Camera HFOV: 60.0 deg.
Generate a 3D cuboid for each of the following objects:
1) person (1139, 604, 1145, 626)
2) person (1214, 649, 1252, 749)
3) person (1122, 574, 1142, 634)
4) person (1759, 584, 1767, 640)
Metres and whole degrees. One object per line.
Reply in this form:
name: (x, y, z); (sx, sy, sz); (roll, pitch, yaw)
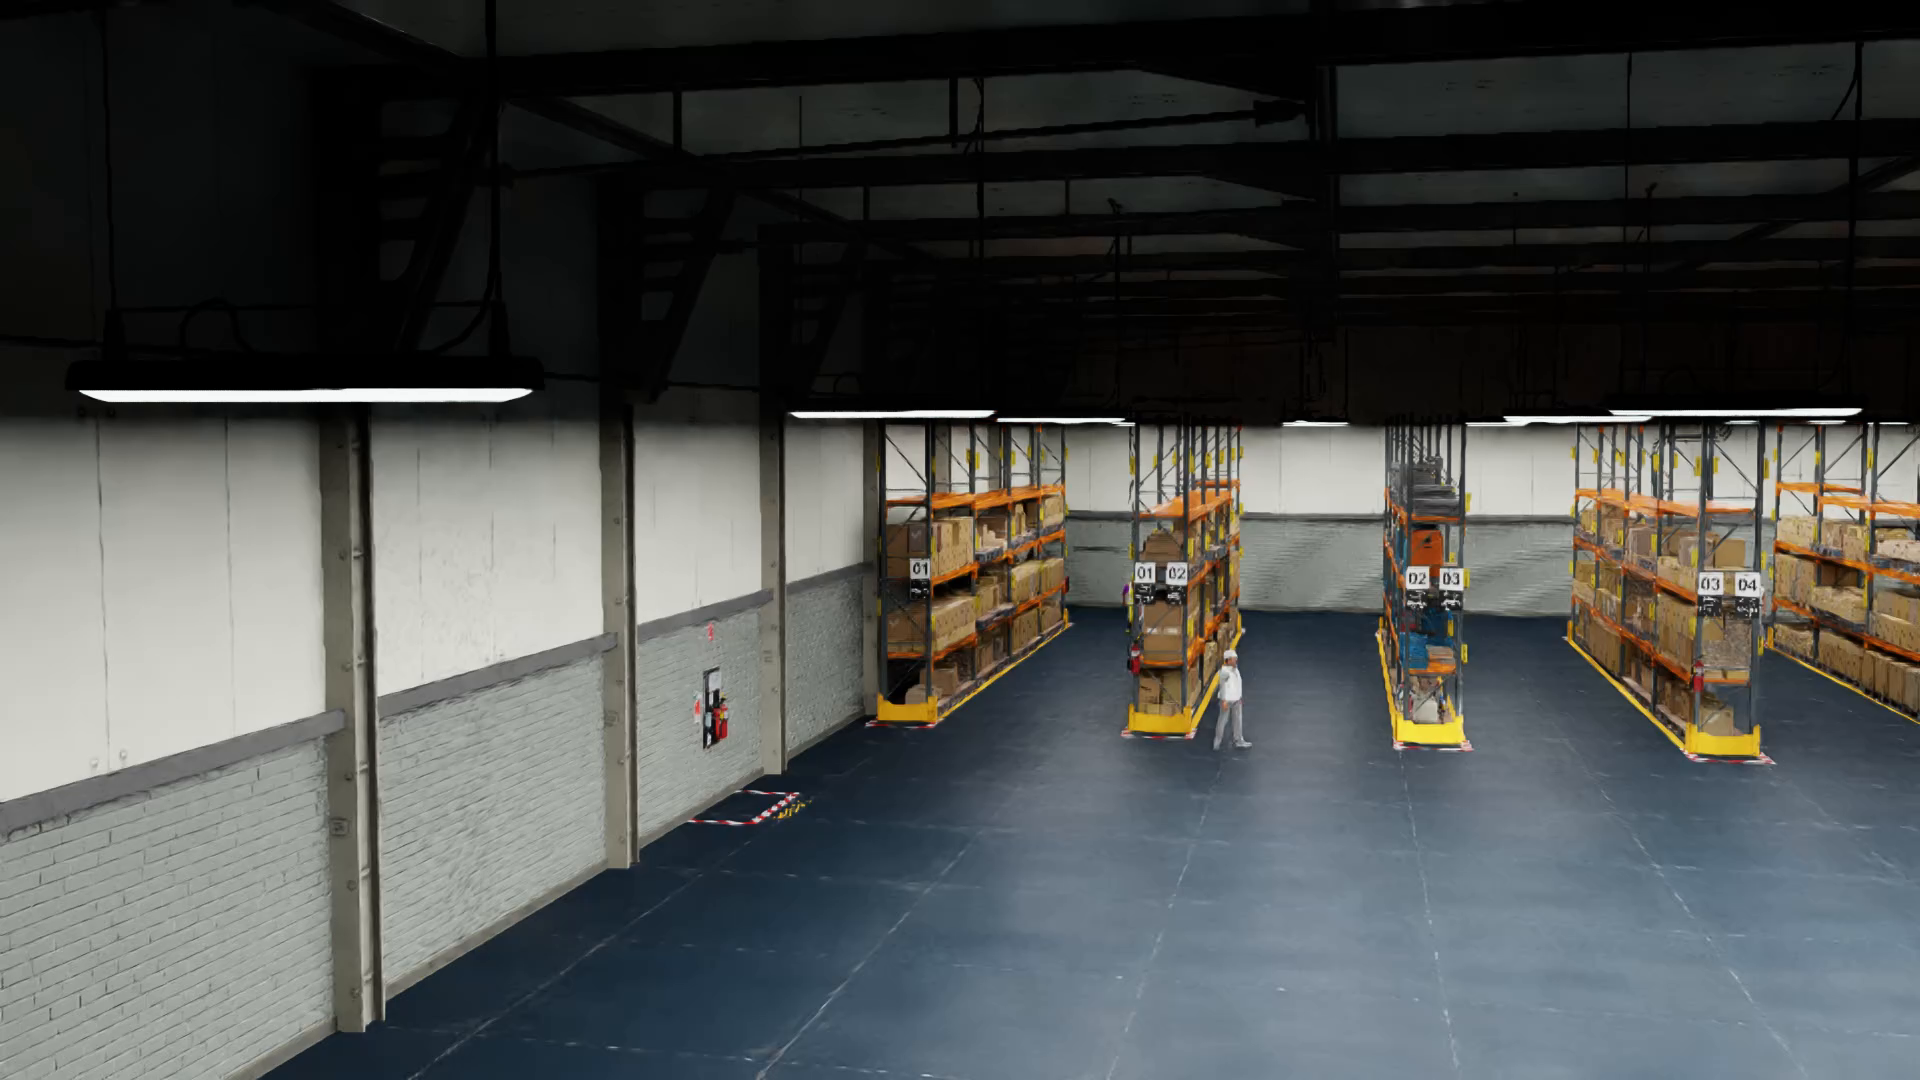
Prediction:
person: (4.840, 1.956, 42.849); (0.553, 1.709, 1.117); (1, 4, 15)
person: (4.827, 2.819, 29.629); (0.500, 1.768, 0.693); (4, 5, 44)
person: (4.833, 1.768, 45.943); (0.719, 1.714, 0.578); (1, 4, 12)
person: (21.486, 1.803, 44.859); (0.434, 1.751, 0.646); (-1, 4, -18)
